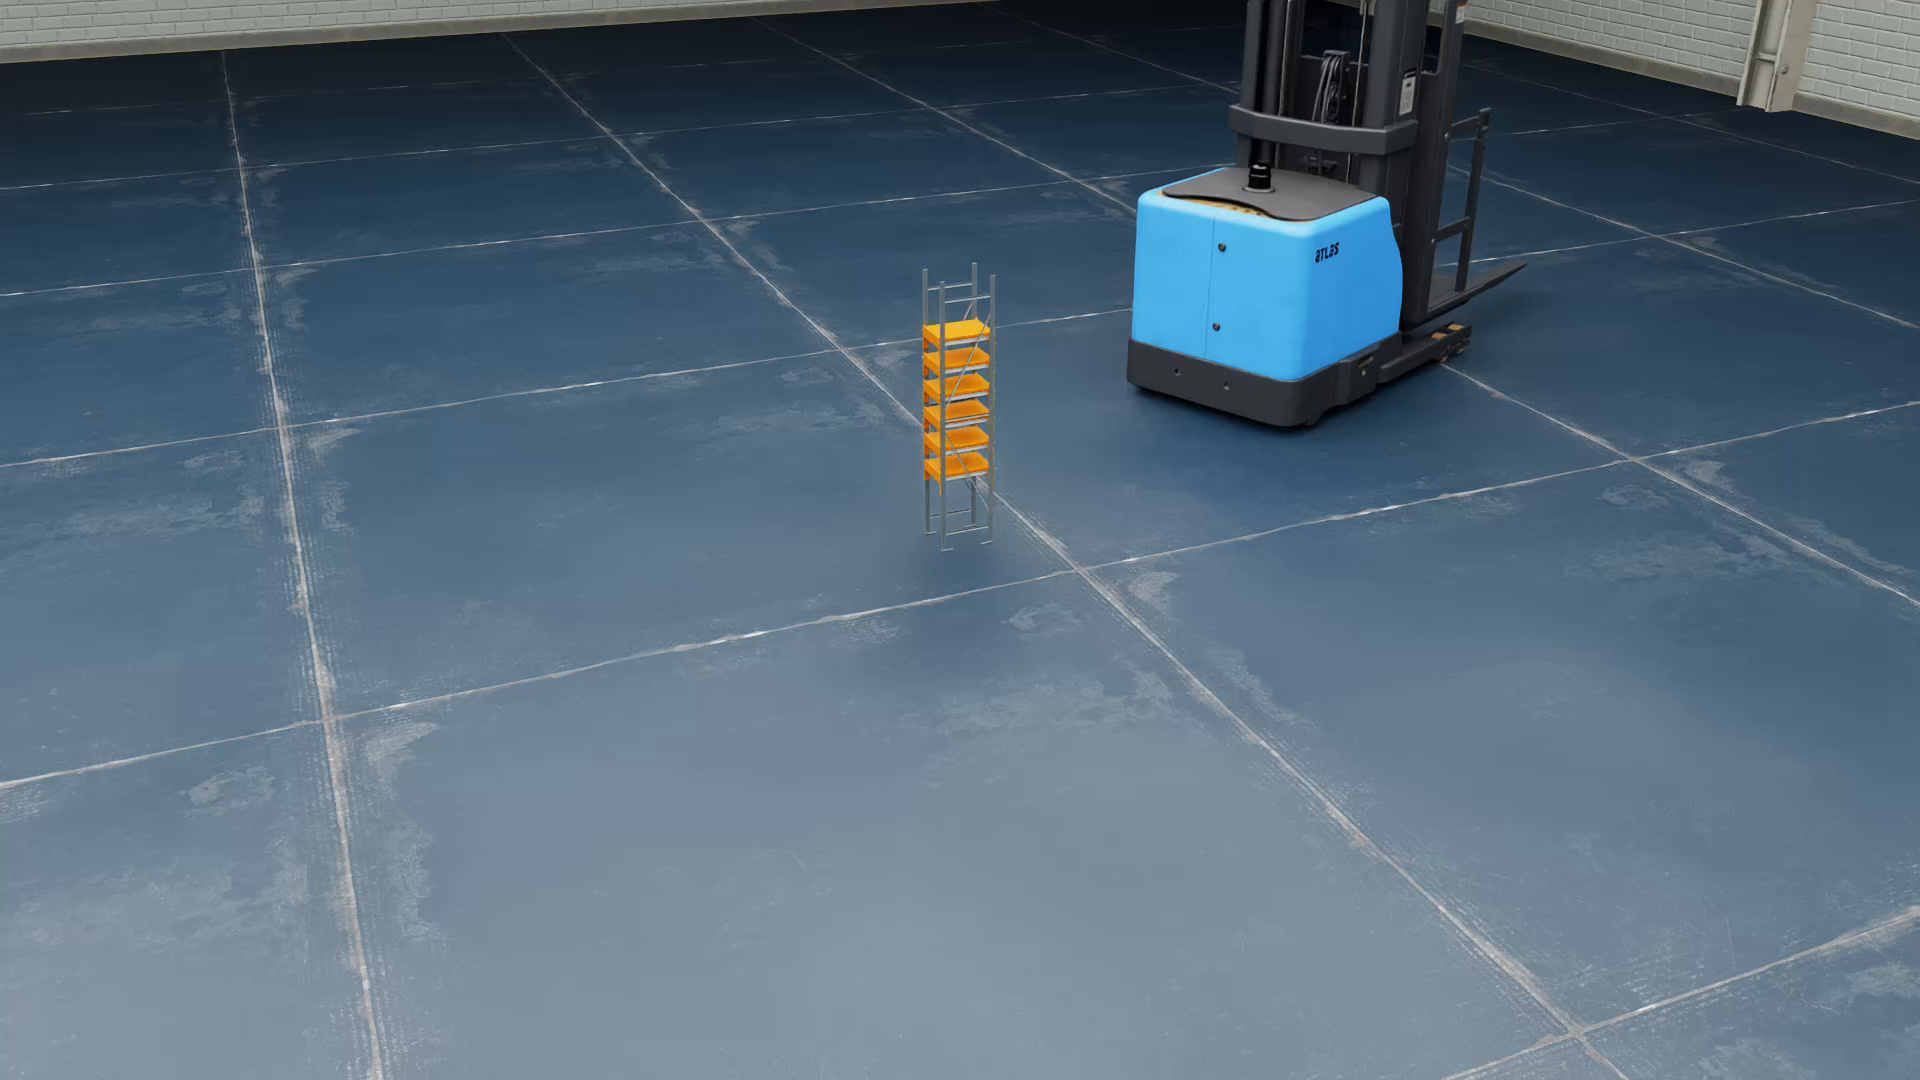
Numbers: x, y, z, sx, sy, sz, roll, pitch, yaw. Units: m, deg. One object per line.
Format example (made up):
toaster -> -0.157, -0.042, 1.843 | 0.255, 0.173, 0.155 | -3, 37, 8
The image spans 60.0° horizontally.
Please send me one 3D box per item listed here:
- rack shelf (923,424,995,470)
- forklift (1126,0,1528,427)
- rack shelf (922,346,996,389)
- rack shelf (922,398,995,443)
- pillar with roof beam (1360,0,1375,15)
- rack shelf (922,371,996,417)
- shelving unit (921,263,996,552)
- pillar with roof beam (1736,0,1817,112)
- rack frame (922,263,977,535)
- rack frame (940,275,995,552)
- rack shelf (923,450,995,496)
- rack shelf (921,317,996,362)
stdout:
rack shelf -> -0.006, -0.397, 7.071 | 0.258, 0.103, 0.180 | -11, 28, -21
forklift -> 2.244, -2.441, 8.909 | 1.130, 2.935, 3.031 | 22, 33, 37
rack shelf -> -0.006, -0.721, 6.913 | 0.258, 0.103, 0.180 | -11, 28, -21
rack shelf -> -0.006, -0.505, 7.018 | 0.258, 0.103, 0.180 | -11, 28, -21
pillar with roof beam -> 1.206, -9.771, 17.006 | 9.100, 9.000, 0.400 | -11, 28, -21
rack shelf -> -0.006, -0.613, 6.966 | 0.258, 0.103, 0.180 | -11, 28, -21
shelving unit -> -0.006, -0.545, 6.999 | 0.258, 1.200, 0.189 | -11, 28, -21
pillar with roof beam -> 3.555, -7.349, 12.045 | 9.100, 9.000, 0.400 | -11, 28, -21
rack frame -> -0.042, -0.582, 7.074 | 0.240, 1.200, 0.006 | -11, 28, -21
rack frame -> 0.030, -0.508, 6.923 | 0.240, 1.200, 0.006 | -11, 28, -21
rack shelf -> -0.006, -0.289, 7.124 | 0.258, 0.103, 0.180 | -11, 28, -21
rack shelf -> -0.006, -0.829, 6.860 | 0.258, 0.103, 0.180 | -11, 28, -21
